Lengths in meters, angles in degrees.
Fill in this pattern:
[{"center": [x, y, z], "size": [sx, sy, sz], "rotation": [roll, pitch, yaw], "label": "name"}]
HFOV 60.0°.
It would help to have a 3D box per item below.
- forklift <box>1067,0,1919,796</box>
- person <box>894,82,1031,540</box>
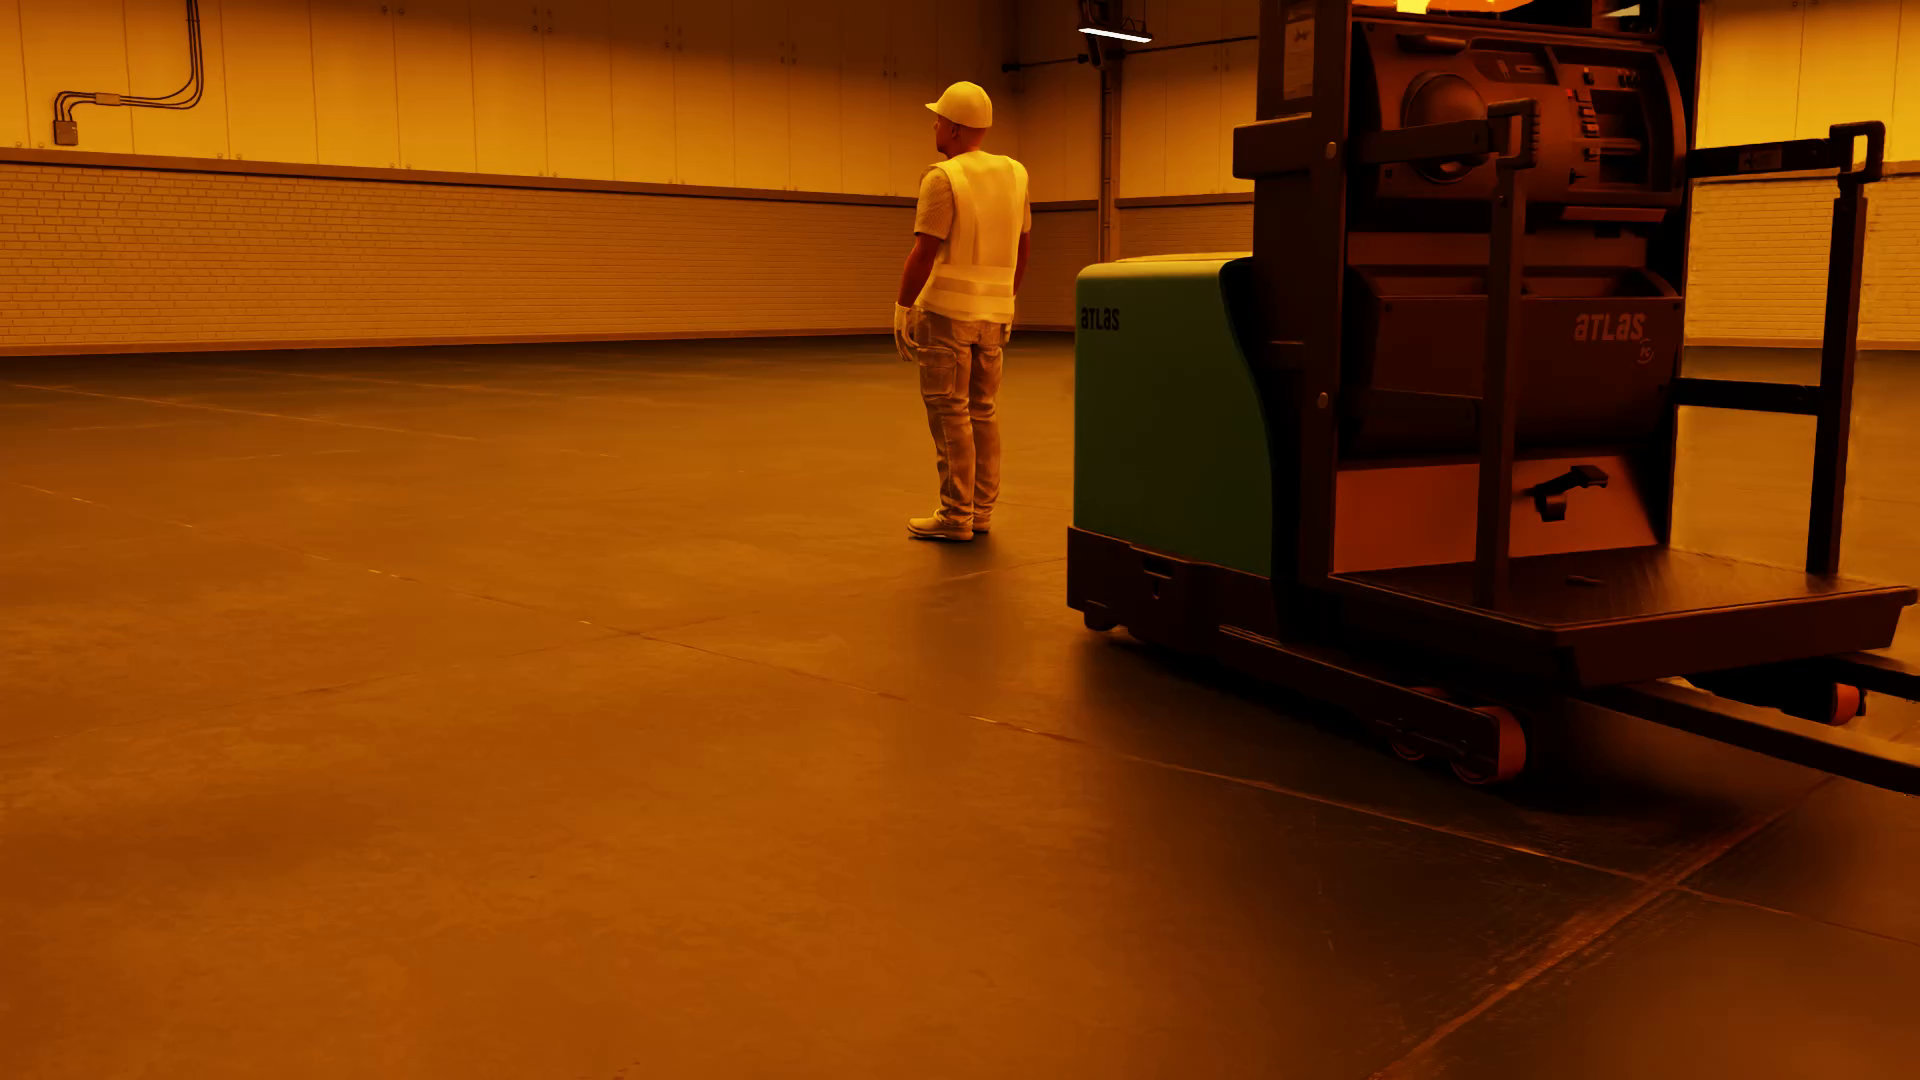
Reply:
[{"center": [1.407, -1.022, 3.658], "size": [1.130, 2.935, 3.031], "rotation": [-4, 9, -25], "label": "forklift"}, {"center": [-0.047, -0.897, 6.639], "size": [0.575, 1.784, 0.656], "rotation": [8, 12, 43], "label": "person"}]
